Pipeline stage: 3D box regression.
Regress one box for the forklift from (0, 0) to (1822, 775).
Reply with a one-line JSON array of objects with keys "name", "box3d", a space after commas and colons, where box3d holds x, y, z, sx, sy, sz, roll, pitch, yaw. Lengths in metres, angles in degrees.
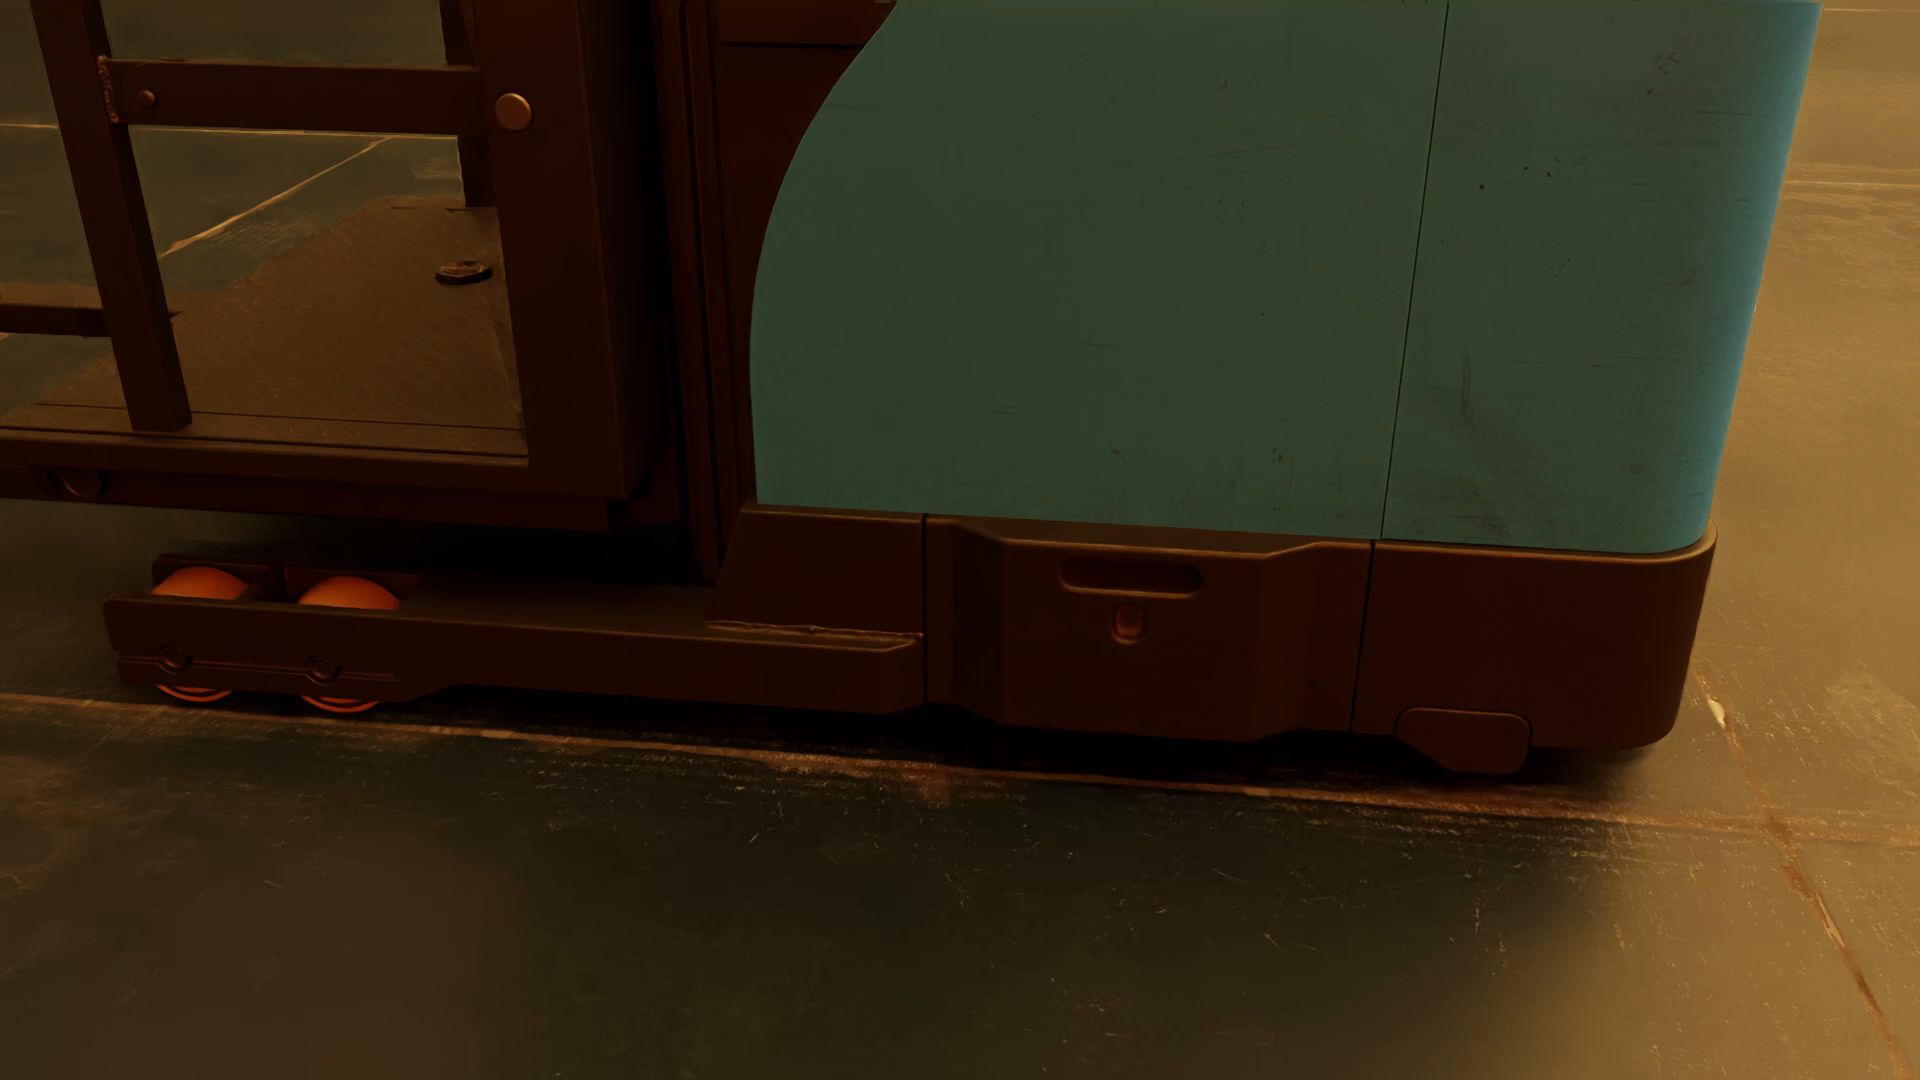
[{"name": "forklift", "box3d": [-0.612, -1.326, 1.875, 3.031, 2.935, 1.130, 3, 27, 7]}]
